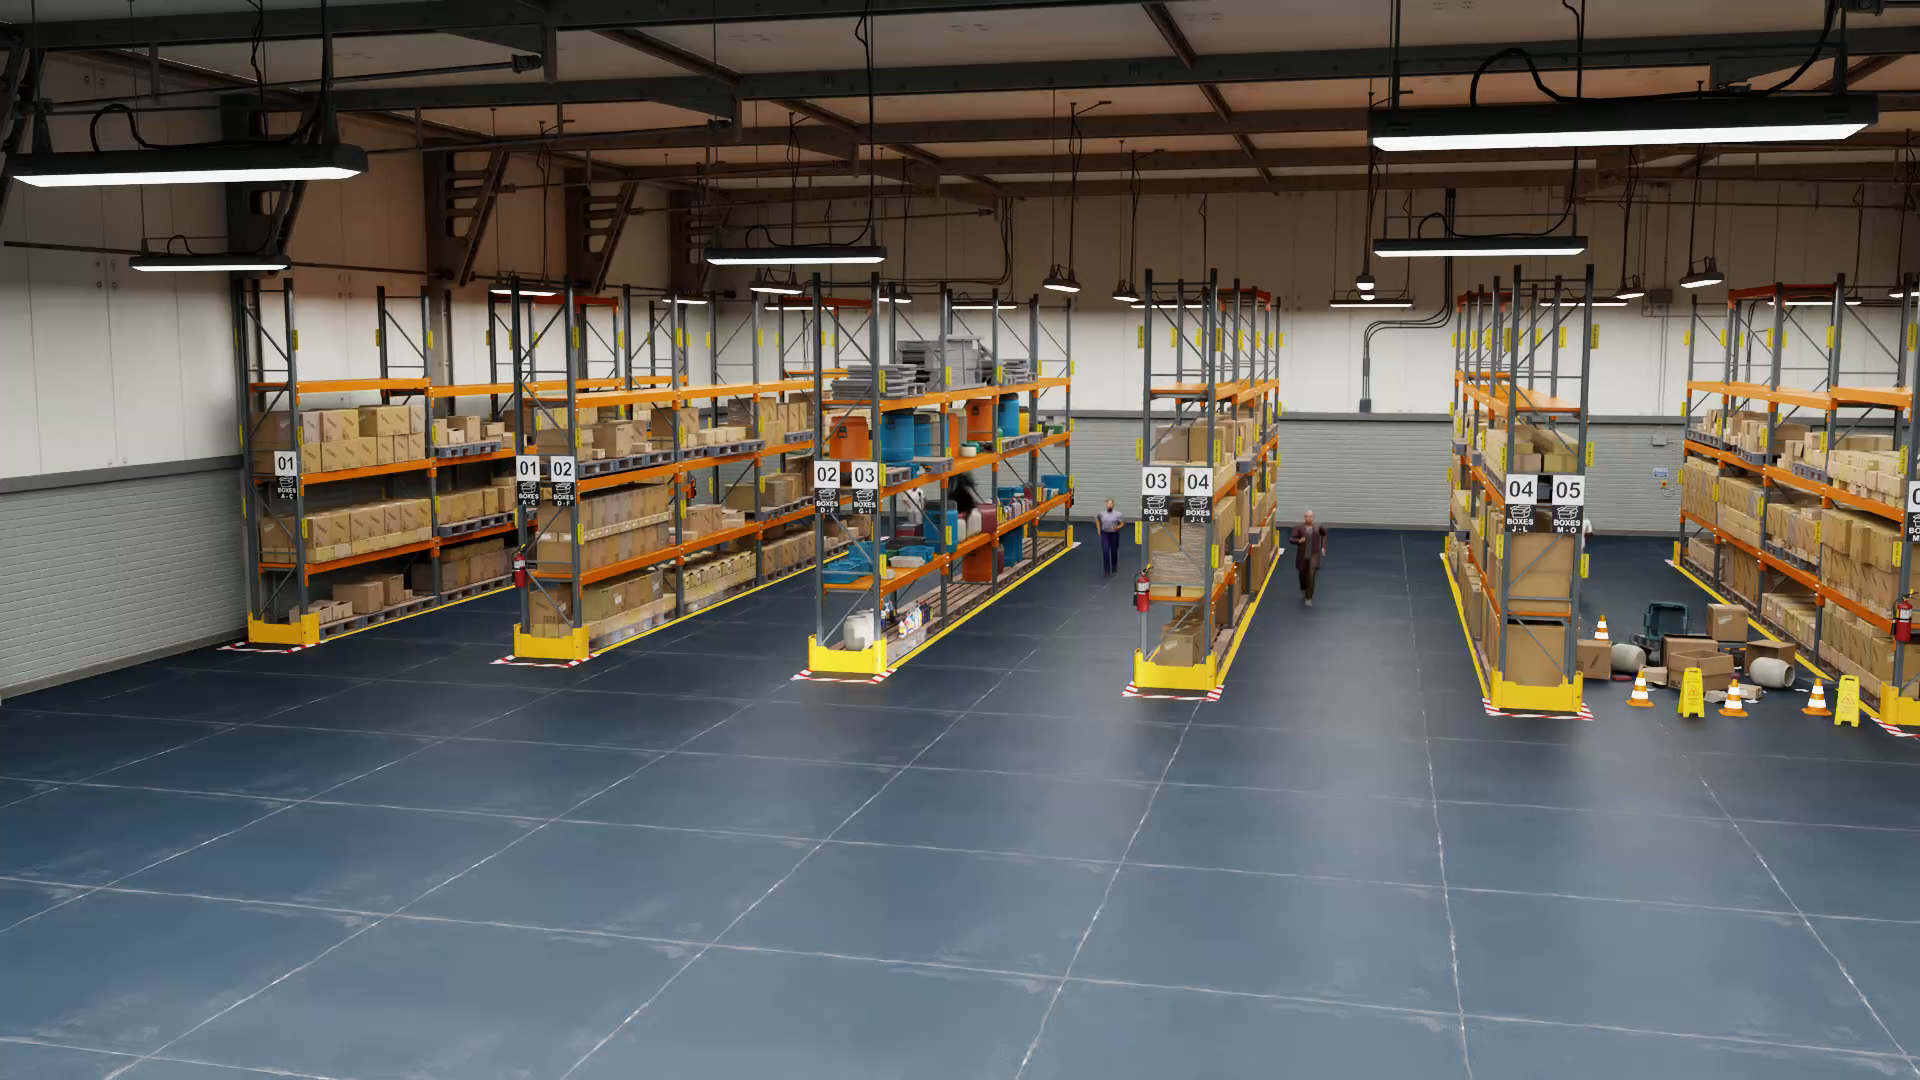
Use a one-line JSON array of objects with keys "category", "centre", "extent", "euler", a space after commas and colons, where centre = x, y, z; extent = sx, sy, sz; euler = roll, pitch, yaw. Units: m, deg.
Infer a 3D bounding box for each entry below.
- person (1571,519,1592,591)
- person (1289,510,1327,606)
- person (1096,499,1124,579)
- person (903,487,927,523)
[{"category": "person", "centre": [12.236, 0.165, 33.168], "extent": [0.681, 1.788, 0.734], "euler": [1, 7, 10]}, {"category": "person", "centre": [6.585, 0.315, 31.497], "extent": [0.710, 1.768, 1.045], "euler": [2, 7, 13]}, {"category": "person", "centre": [3.188, -0.049, 35.406], "extent": [0.607, 1.659, 0.805], "euler": [1, 7, 7]}, {"category": "person", "centre": [-1.110, -0.655, 40.401], "extent": [0.563, 1.714, 0.665], "euler": [0, 7, 4]}]
